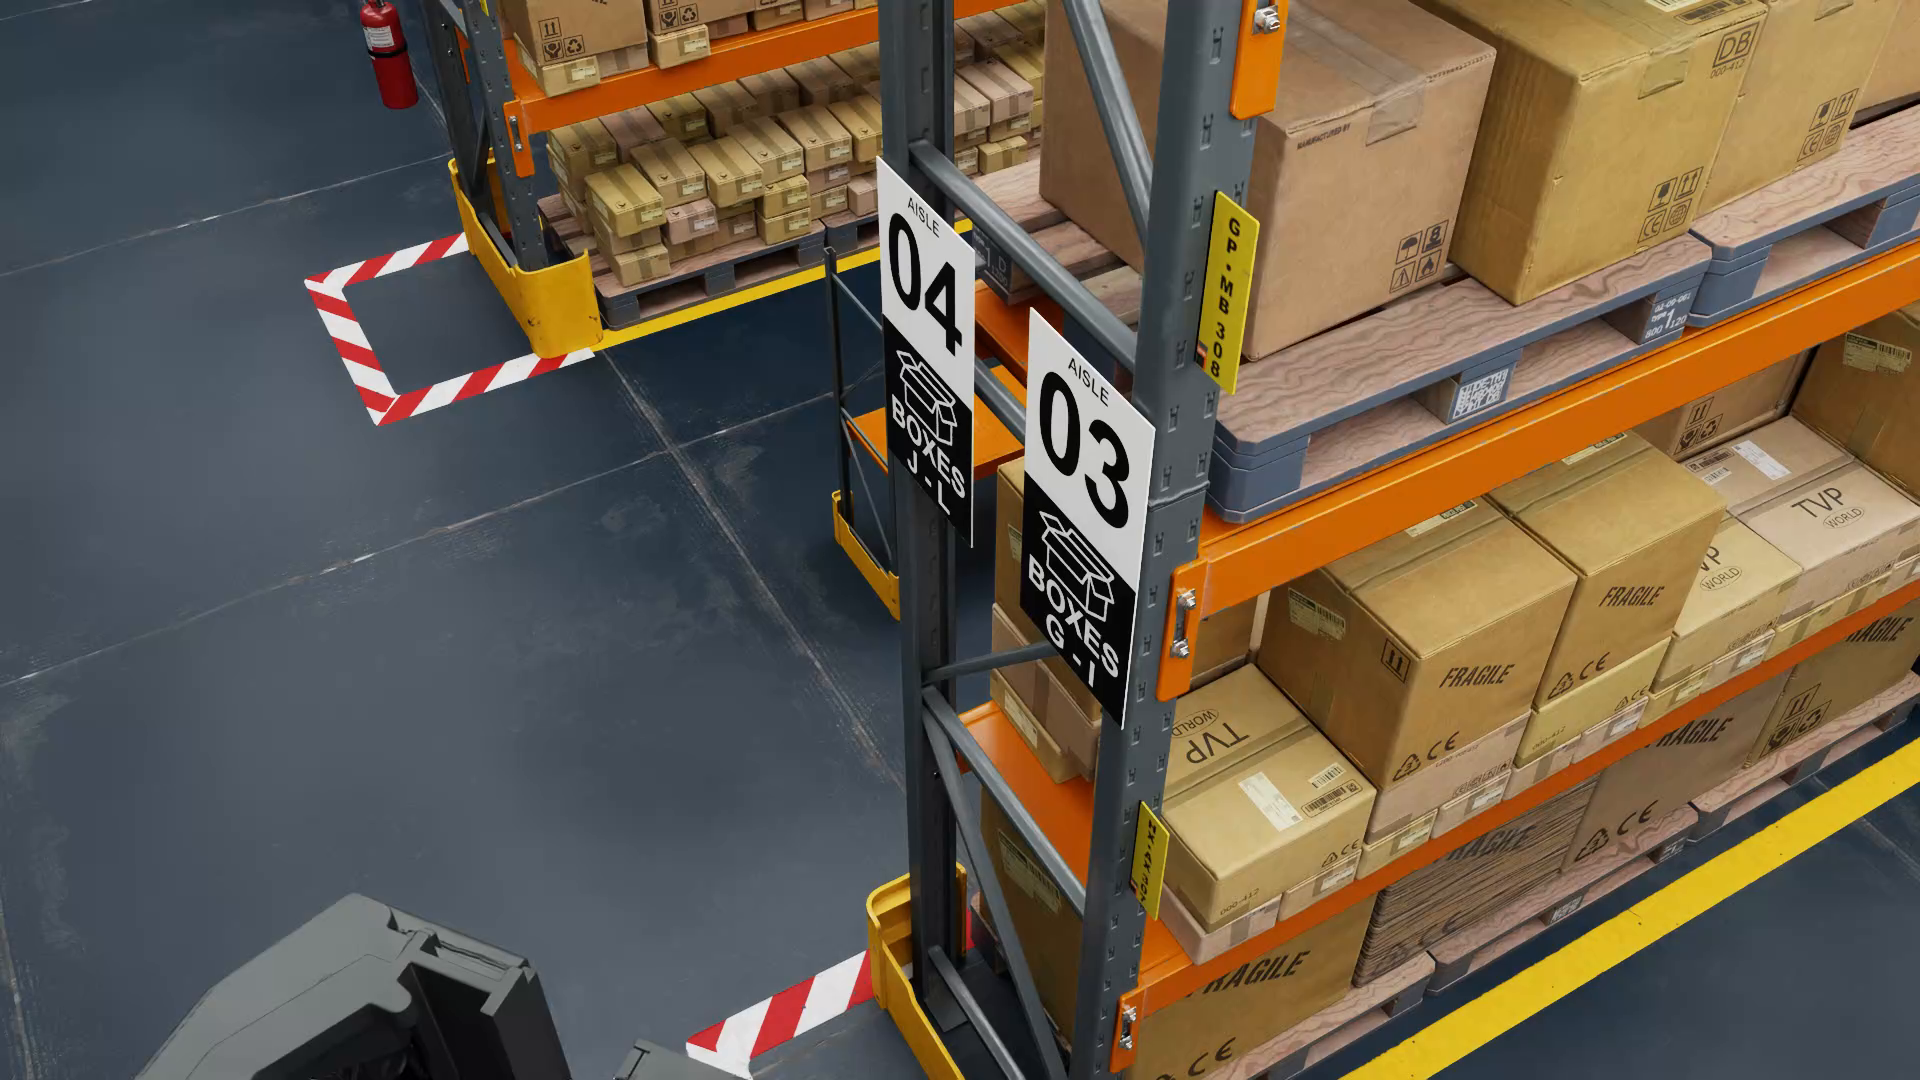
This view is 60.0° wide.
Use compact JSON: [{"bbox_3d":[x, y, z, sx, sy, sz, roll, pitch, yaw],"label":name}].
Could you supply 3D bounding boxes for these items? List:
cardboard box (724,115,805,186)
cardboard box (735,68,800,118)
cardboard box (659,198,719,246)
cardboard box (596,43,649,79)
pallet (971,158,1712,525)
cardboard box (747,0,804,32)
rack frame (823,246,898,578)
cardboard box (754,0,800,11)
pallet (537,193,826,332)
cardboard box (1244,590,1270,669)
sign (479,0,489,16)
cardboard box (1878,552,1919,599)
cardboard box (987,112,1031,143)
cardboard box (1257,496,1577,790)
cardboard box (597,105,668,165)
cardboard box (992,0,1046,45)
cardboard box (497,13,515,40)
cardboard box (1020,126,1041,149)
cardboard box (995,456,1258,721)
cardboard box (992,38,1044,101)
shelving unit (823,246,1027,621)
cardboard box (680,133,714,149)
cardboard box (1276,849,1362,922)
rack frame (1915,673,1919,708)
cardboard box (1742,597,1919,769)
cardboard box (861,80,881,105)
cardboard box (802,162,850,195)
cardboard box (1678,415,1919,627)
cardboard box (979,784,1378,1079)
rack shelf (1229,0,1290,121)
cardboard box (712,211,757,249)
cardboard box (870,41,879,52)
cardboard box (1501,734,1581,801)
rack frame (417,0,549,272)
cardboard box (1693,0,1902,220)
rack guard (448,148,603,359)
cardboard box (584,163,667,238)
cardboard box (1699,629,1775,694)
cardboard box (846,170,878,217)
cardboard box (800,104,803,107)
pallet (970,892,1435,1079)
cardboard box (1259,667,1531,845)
[{"bbox_3d":[-0.984,-1.958,8.361,0.250,0.149,0.380,-24,49,-23],"label":"cardboard box"},{"bbox_3d":[-1.041,-2.401,8.818,0.250,0.149,0.380,-20,48,-20],"label":"cardboard box"},{"bbox_3d":[-1.395,-1.648,8.255,0.250,0.149,0.380,-22,48,-21],"label":"cardboard box"},{"bbox_3d":[-1.599,-2.263,7.538,0.250,0.149,0.380,-20,48,-20],"label":"cardboard box"},{"bbox_3d":[0.778,-0.604,3.557,1.213,0.211,1.003,-22,48,-21],"label":"pallet"},{"bbox_3d":[-0.935,-2.576,7.860,0.250,0.149,0.380,-22,48,-21],"label":"cardboard box"},{"bbox_3d":[-0.367,-0.391,6.506,0.032,1.500,0.500,-22,48,-21],"label":"rack frame"},{"bbox_3d":[-0.834,-2.821,7.647,0.500,0.500,0.500,-21,48,-20],"label":"cardboard box"},{"bbox_3d":[-1.455,-1.612,8.689,1.213,0.211,1.003,-22,48,-21],"label":"pallet"},{"bbox_3d":[0.869,0.148,4.767,0.500,0.250,0.500,-23,49,-22],"label":"cardboard box"},{"bbox_3d":[-1.972,-2.309,6.783,0.005,0.325,0.100,-22,48,-21],"label":"sign"},{"bbox_3d":[2.839,-0.022,5.228,0.250,0.149,0.380,-21,48,-20],"label":"cardboard box"},{"bbox_3d":[0.181,-2.314,8.941,0.250,0.149,0.380,-21,48,-20],"label":"cardboard box"},{"bbox_3d":[1.125,0.206,4.169,0.500,0.500,0.500,-23,49,-22],"label":"cardboard box"},{"bbox_3d":[-1.664,-2.056,8.462,0.250,0.149,0.380,-21,48,-20],"label":"cardboard box"},{"bbox_3d":[0.360,-2.883,9.314,0.250,0.149,0.380,-22,48,-21],"label":"cardboard box"},{"bbox_3d":[-2.101,-2.519,7.802,0.250,0.149,0.380,-22,48,-21],"label":"cardboard box"},{"bbox_3d":[0.302,-2.311,9.152,0.250,0.149,0.380,-23,49,-22],"label":"cardboard box"},{"bbox_3d":[0.432,0.055,4.325,0.500,0.500,0.500,-21,48,-20],"label":"cardboard box"},{"bbox_3d":[0.369,-2.528,8.948,0.250,0.149,0.380,-20,48,-20],"label":"cardboard box"},{"bbox_3d":[0.066,-0.565,6.684,1.083,1.500,0.587,-22,48,-21],"label":"shelving unit"},{"bbox_3d":[-1.478,-2.097,8.718,0.250,0.149,0.380,-24,49,-23],"label":"cardboard box"},{"bbox_3d":[0.834,0.781,4.401,0.250,0.149,0.380,-22,48,-22],"label":"cardboard box"},{"bbox_3d":[3.609,-0.683,5.730,0.127,3.000,1.000,-22,48,-21],"label":"rack frame"},{"bbox_3d":[2.997,0.109,6.137,0.875,0.875,0.875,-22,48,-21],"label":"cardboard box"},{"bbox_3d":[-0.318,-2.257,8.669,0.250,0.149,0.380,-22,48,-21],"label":"cardboard box"},{"bbox_3d":[-0.768,-1.959,8.576,0.250,0.149,0.380,-24,49,-23],"label":"cardboard box"},{"bbox_3d":[2.467,-0.066,4.988,0.500,0.250,0.500,-21,48,-20],"label":"cardboard box"},{"bbox_3d":[0.656,1.046,5.172,0.875,0.875,0.875,-22,48,-21],"label":"cardboard box"},{"bbox_3d":[1.875,-1.740,3.315,4.000,0.370,1.077,-22,48,-21],"label":"rack shelf"},{"bbox_3d":[-1.231,-1.672,8.494,0.250,0.149,0.380,-21,48,-21],"label":"cardboard box"},{"bbox_3d":[-0.311,-2.595,9.018,0.250,0.149,0.380,-24,49,-23],"label":"cardboard box"},{"bbox_3d":[1.503,0.513,4.677,0.250,0.149,0.380,-23,49,-22],"label":"cardboard box"},{"bbox_3d":[-2.243,-2.326,7.422,0.127,3.000,1.000,-22,48,-21],"label":"rack frame"},{"bbox_3d":[1.537,-1.138,3.599,0.500,0.500,0.700,-25,49,-24],"label":"cardboard box"},{"bbox_3d":[-2.177,-1.455,8.320,0.348,0.500,1.175,-22,48,-21],"label":"rack guard"},{"bbox_3d":[-1.619,-1.643,8.037,0.250,0.149,0.380,-24,49,-23],"label":"cardboard box"},{"bbox_3d":[2.172,0.244,4.954,0.250,0.149,0.380,-21,48,-20],"label":"cardboard box"},{"bbox_3d":[-0.522,-1.875,8.703,0.250,0.149,0.380,-24,49,-23],"label":"cardboard box"},{"bbox_3d":[-0.804,-2.362,8.991,0.250,0.149,0.380,-20,47,-19],"label":"cardboard box"},{"bbox_3d":[0.795,1.381,5.605,1.213,0.211,1.003,-22,48,-21],"label":"pallet"},{"bbox_3d":[1.139,0.464,4.442,0.500,0.250,0.500,-22,48,-21],"label":"cardboard box"}]
